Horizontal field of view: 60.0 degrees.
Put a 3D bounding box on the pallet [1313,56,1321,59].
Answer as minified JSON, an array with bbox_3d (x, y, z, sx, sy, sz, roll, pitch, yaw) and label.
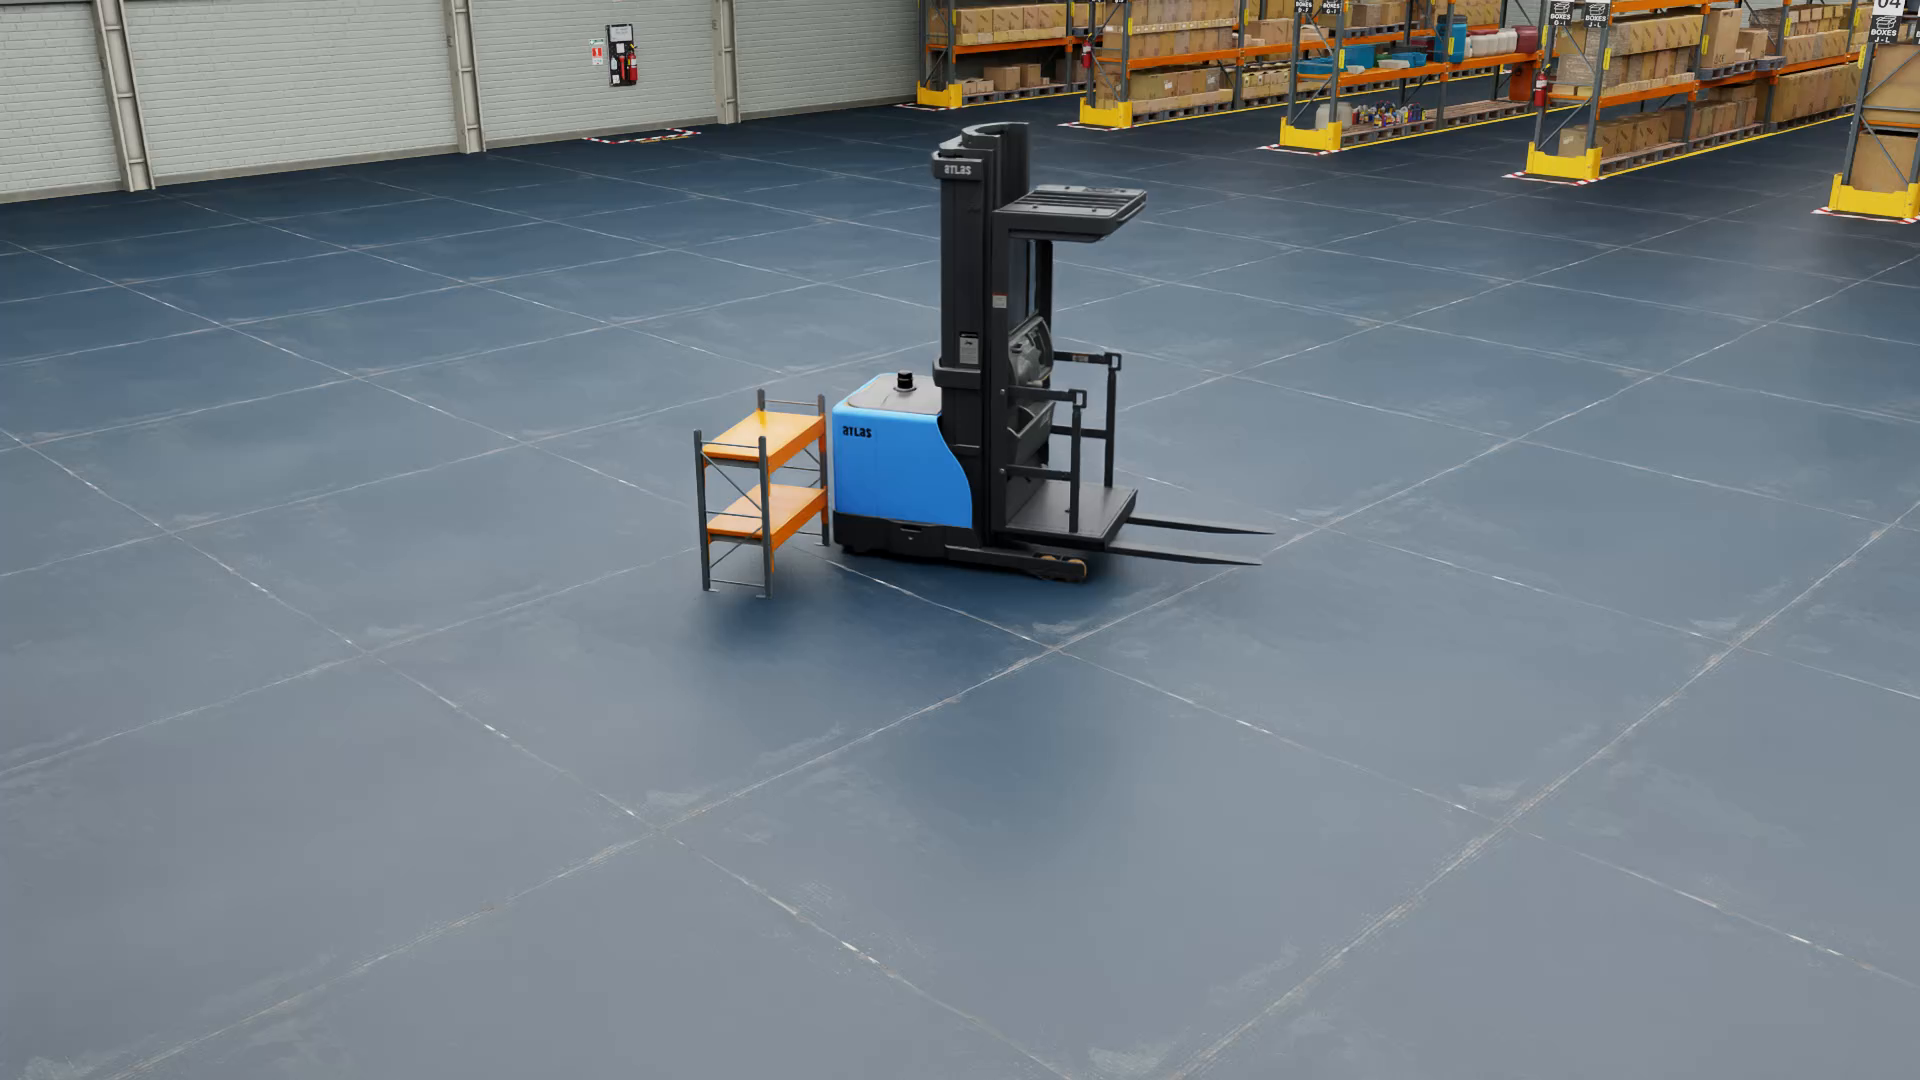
[{"bbox_3d":[10.141,-13.861,47.843,1.003,0.211,1.213,19,28,41],"label":"pallet"}]

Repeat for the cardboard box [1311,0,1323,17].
[{"bbox_3d":[9.794,-15.204,47.033,0.980,0.700,0.700,19,28,40],"label":"cardboard box"}]

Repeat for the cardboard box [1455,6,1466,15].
[{"bbox_3d":[12.660,-13.491,42.853,0.500,0.500,0.500,19,28,40],"label":"cardboard box"}]

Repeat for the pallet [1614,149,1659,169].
[{"bbox_3d":[11.624,-6.786,29.435,1.003,0.211,1.213,19,28,41],"label":"pallet"}]

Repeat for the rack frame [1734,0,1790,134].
[{"bbox_3d":[15.709,-9.612,32.902,1.000,3.000,0.127,19,28,41],"label":"rack frame"}]

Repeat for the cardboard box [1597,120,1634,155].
[{"bbox_3d":[11.418,-7.060,29.160,0.500,0.500,0.500,-17,27,-37],"label":"cardboard box"}]

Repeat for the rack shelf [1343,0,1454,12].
[{"bbox_3d":[7.974,-10.374,31.705,1.077,0.370,4.000,19,28,41],"label":"rack shelf"}]

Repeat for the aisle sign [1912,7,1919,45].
[{"bbox_3d":[13.776,-7.408,23.545,0.394,0.787,0.004,19,28,41],"label":"aisle sign"}]

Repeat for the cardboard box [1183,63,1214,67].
[{"bbox_3d":[5.275,-10.286,36.857,0.500,0.500,0.500,19,28,41],"label":"cardboard box"}]

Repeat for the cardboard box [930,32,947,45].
[{"bbox_3d":[-0.332,-11.383,37.690,0.500,0.250,0.500,-20,28,-41],"label":"cardboard box"}]

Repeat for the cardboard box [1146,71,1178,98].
[{"bbox_3d":[4.253,-9.641,35.180,0.500,0.500,0.500,19,28,41],"label":"cardboard box"}]

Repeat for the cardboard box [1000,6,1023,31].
[{"bbox_3d":[1.098,-12.003,38.258,0.500,0.500,0.500,-19,28,-40],"label":"cardboard box"}]

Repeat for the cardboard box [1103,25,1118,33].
[{"bbox_3d":[3.163,-10.531,34.250,0.380,0.149,0.250,19,28,40],"label":"cardboard box"}]

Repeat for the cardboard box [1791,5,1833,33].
[{"bbox_3d":[17.572,-10.815,34.495,0.797,0.503,0.637,20,28,41],"label":"cardboard box"}]

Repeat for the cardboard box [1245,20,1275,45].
[{"bbox_3d":[6.738,-11.440,37.517,0.500,0.500,0.500,-18,27,-38],"label":"cardboard box"}]

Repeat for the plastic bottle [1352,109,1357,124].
[{"bbox_3d":[7.742,-8.369,32.851,0.152,0.276,0.135,20,28,41],"label":"plastic bottle"}]

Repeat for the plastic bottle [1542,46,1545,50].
[{"bbox_3d":[12.693,-10.824,36.228,0.152,0.276,0.135,19,28,41],"label":"plastic bottle"}]

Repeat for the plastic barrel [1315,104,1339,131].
[{"bbox_3d":[6.983,-8.018,31.637,0.421,0.512,0.421,0,21,0],"label":"plastic barrel"}]

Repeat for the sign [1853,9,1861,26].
[{"bbox_3d":[18.895,-11.010,35.036,0.100,0.325,0.005,19,28,41],"label":"sign"}]

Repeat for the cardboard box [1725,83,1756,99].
[{"bbox_3d":[15.263,-8.821,32.669,0.500,0.250,0.500,-19,28,-40],"label":"cardboard box"}]

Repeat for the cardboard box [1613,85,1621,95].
[{"bbox_3d":[10.871,-7.572,27.944,0.380,0.149,0.250,19,28,41],"label":"cardboard box"}]

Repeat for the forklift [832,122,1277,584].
[{"bbox_3d":[0.672,-1.284,11.330,3.031,2.935,1.130,7,22,17],"label":"forklift"}]

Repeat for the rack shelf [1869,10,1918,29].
[{"bbox_3d":[15.006,-7.867,25.182,1.077,0.370,4.000,19,28,41],"label":"rack shelf"}]

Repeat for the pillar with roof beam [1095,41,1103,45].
[{"bbox_3d":[6.619,-14.936,38.392,9.100,9.000,0.400,19,28,41],"label":"pillar with roof beam"}]

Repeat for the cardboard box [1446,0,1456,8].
[{"bbox_3d":[12.294,-13.817,42.310,0.500,0.500,0.500,18,28,39],"label":"cardboard box"}]

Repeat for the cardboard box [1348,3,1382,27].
[{"bbox_3d":[9.747,-12.712,40.243,0.500,0.500,0.700,-14,25,-32],"label":"cardboard box"}]

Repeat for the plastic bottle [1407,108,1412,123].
[{"bbox_3d":[8.909,-8.422,32.977,0.133,0.283,0.061,-18,27,-39],"label":"plastic bottle"}]

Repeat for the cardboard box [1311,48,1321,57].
[{"bbox_3d":[9.877,-14.083,47.433,0.700,0.500,0.500,19,28,40],"label":"cardboard box"}]

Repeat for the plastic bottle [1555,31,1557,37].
[{"bbox_3d":[13.547,-11.501,37.988,0.152,0.276,0.135,19,28,41],"label":"plastic bottle"}]

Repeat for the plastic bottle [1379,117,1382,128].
[{"bbox_3d":[8.139,-8.109,32.278,0.097,0.201,0.097,0,21,0],"label":"plastic bottle"}]

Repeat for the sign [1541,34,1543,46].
[{"bbox_3d":[12.559,-10.792,35.744,0.100,0.325,0.005,19,28,41],"label":"sign"}]

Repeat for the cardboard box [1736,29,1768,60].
[{"bbox_3d":[15.043,-9.537,31.983,0.500,0.500,0.700,-15,26,-34],"label":"cardboard box"}]

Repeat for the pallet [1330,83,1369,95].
[{"bbox_3d":[9.161,-10.973,40.330,1.003,0.211,1.213,19,28,41],"label":"pallet"}]

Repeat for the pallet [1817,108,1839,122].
[{"bbox_3d":[18.015,-9.121,35.512,1.003,0.211,1.213,19,28,41],"label":"pallet"}]

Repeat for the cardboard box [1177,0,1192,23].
[{"bbox_3d":[4.468,-11.214,35.121,0.700,0.500,0.500,19,28,41],"label":"cardboard box"}]

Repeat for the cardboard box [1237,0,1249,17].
[{"bbox_3d":[7.362,-14.239,44.358,0.500,0.500,0.500,20,28,41],"label":"cardboard box"}]

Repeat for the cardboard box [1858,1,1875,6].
[{"bbox_3d":[20.412,-11.903,37.611,0.500,0.500,0.500,18,28,39],"label":"cardboard box"}]

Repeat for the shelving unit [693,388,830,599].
[{"bbox_3d":[-1.335,-0.338,11.386,0.538,1.125,1.048,6,22,16],"label":"shelving unit"}]

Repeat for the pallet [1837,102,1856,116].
[{"bbox_3d":[19.086,-9.515,36.535,1.003,0.211,1.213,19,28,41],"label":"pallet"}]

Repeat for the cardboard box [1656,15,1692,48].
[{"bbox_3d":[12.454,-8.923,29.160,0.500,0.500,0.500,19,28,41],"label":"cardboard box"}]

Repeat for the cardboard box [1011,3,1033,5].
[{"bbox_3d":[1.430,-12.392,39.270,0.500,0.500,0.500,19,28,40],"label":"cardboard box"}]

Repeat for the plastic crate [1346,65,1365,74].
[{"bbox_3d":[7.434,-8.822,31.213,0.298,0.136,0.250,19,28,41],"label":"plastic crate"}]

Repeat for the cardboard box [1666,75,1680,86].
[{"bbox_3d":[12.486,-8.134,29.407,0.380,0.149,0.250,19,28,41],"label":"cardboard box"}]

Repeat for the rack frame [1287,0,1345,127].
[{"bbox_3d":[6.579,-8.795,30.776,1.000,3.000,0.127,19,28,41],"label":"rack frame"}]

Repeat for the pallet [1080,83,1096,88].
[{"bbox_3d":[3.664,-11.517,41.744,1.003,0.211,1.213,19,28,41],"label":"pallet"}]

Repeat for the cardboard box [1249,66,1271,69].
[{"bbox_3d":[6.962,-10.806,38.472,0.500,0.311,0.500,19,28,40],"label":"cardboard box"}]

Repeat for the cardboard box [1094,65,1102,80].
[{"bbox_3d":[3.097,-11.680,41.154,0.700,0.500,0.500,19,28,40],"label":"cardboard box"}]

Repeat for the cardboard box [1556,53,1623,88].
[{"bbox_3d":[10.531,-7.876,27.830,0.875,0.500,0.500,19,28,41],"label":"cardboard box"}]

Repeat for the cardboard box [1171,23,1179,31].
[{"bbox_3d":[4.358,-10.764,34.855,0.380,0.149,0.250,19,28,40],"label":"cardboard box"}]

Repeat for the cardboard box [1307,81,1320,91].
[{"bbox_3d":[8.064,-10.675,38.915,0.500,0.250,0.500,19,28,40],"label":"cardboard box"}]

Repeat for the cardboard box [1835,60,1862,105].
[{"bbox_3d":[19.017,-9.994,36.272,0.875,0.875,0.875,19,28,41],"label":"cardboard box"}]

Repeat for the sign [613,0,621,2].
[{"bbox_3d":[-6.665,-10.608,32.262,0.001,0.298,0.199,19,28,41],"label":"sign"}]
